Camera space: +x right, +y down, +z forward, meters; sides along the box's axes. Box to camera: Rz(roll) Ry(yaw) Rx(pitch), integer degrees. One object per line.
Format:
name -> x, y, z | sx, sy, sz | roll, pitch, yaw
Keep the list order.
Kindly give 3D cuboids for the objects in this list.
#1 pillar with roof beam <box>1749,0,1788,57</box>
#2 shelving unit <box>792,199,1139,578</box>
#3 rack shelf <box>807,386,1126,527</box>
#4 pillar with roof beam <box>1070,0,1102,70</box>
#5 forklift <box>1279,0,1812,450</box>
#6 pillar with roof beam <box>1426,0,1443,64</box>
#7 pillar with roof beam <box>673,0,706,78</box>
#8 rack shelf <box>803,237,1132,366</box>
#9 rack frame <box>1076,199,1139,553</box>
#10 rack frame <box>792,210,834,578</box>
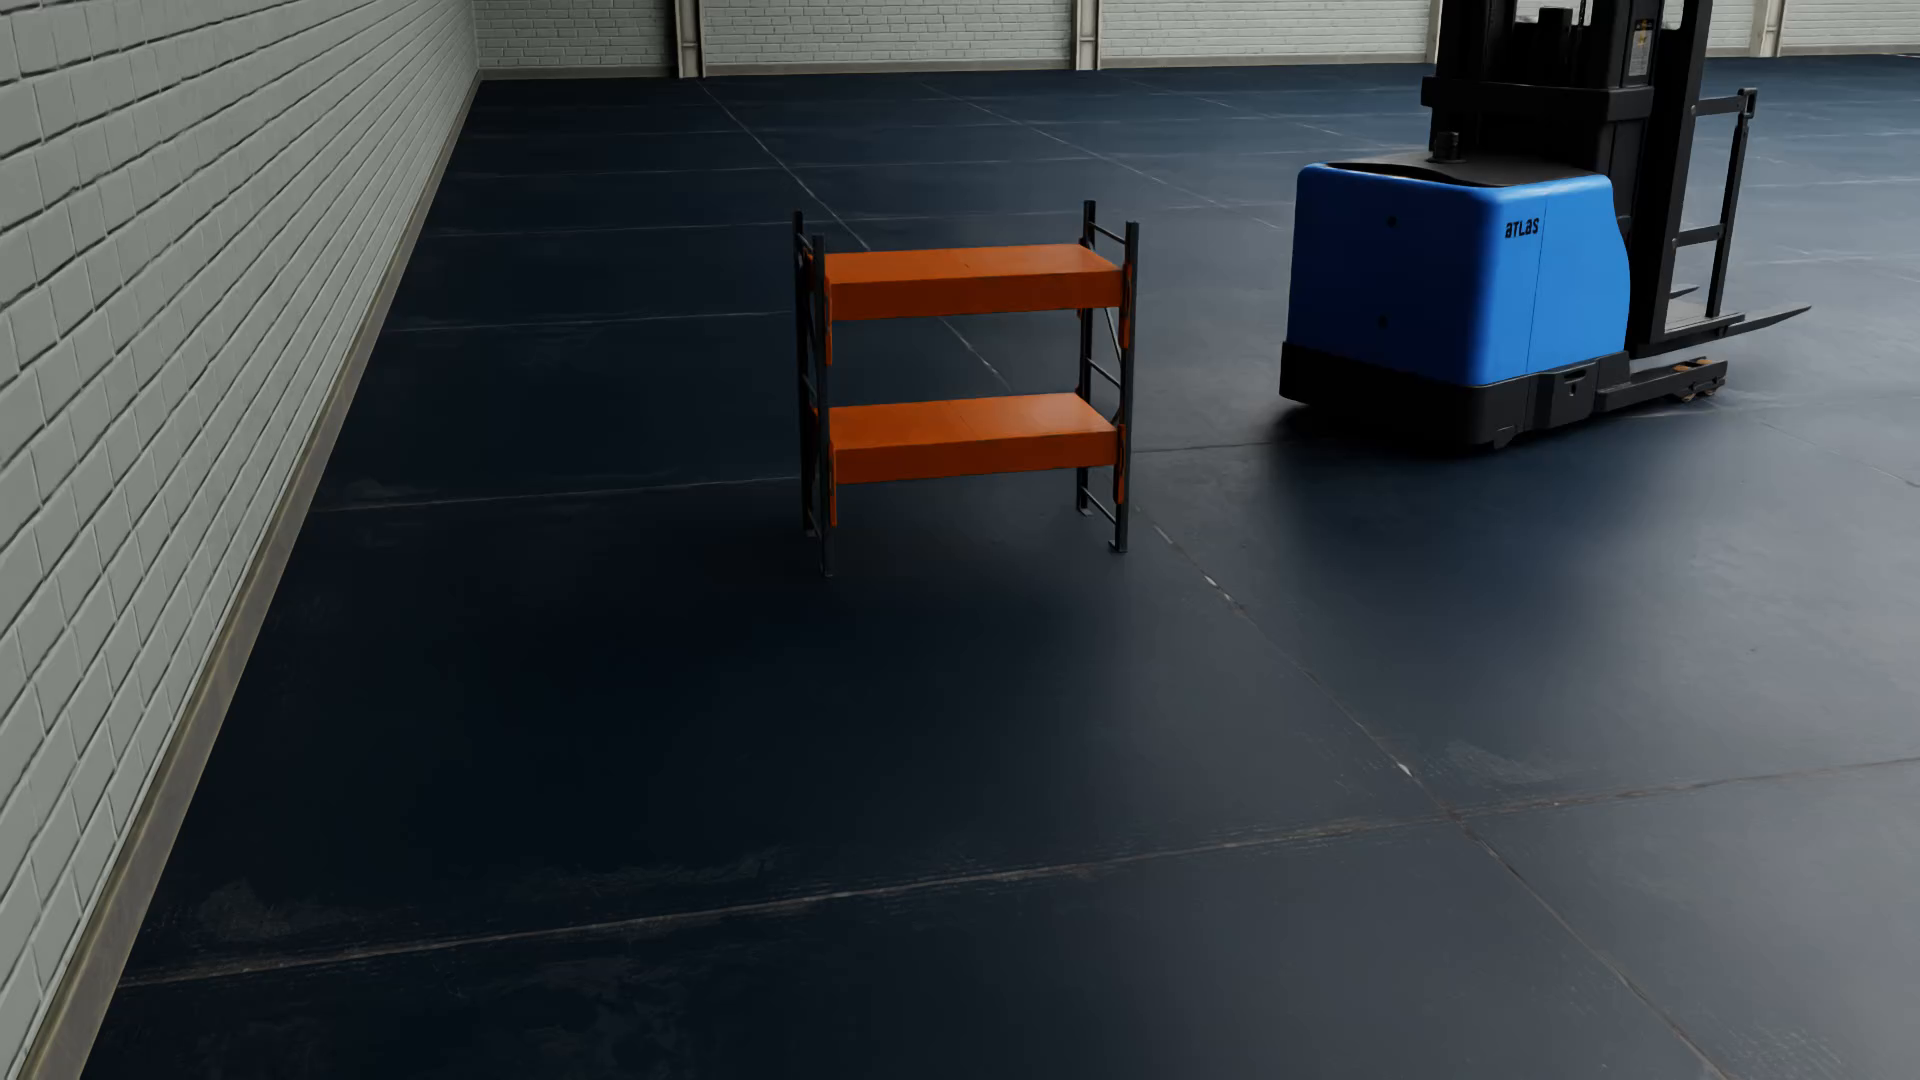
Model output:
pillar with roof beam -> 14.593, -10.969, 22.677 | 0.400, 9.000, 9.100 | -5, 21, -12
shelving unit -> 0.007, -0.529, 5.623 | 1.048, 1.125, 0.538 | -5, 21, -12
rack shelf -> 0.007, -0.299, 5.707 | 1.000, 0.278, 0.538 | -5, 21, -12
pillar with roof beam -> 2.915, -10.019, 20.084 | 0.400, 9.000, 9.100 | -5, 21, -12
forklift -> 2.896, -2.129, 7.366 | 3.031, 2.935, 1.130 | -15, 25, -34
pillar with roof beam -> 8.754, -10.494, 21.380 | 0.400, 9.000, 9.100 | -5, 21, -12
pillar with roof beam -> -2.924, -9.545, 18.788 | 0.400, 9.000, 9.100 | -5, 21, -12
rack shelf -> 0.007, -0.804, 5.522 | 1.000, 0.278, 0.538 | -5, 21, -12
rack frame -> 0.501, -0.569, 5.732 | 0.032, 1.125, 0.500 | -5, 21, -12
rack frame -> -0.488, -0.488, 5.513 | 0.032, 1.125, 0.500 | -5, 21, -12
